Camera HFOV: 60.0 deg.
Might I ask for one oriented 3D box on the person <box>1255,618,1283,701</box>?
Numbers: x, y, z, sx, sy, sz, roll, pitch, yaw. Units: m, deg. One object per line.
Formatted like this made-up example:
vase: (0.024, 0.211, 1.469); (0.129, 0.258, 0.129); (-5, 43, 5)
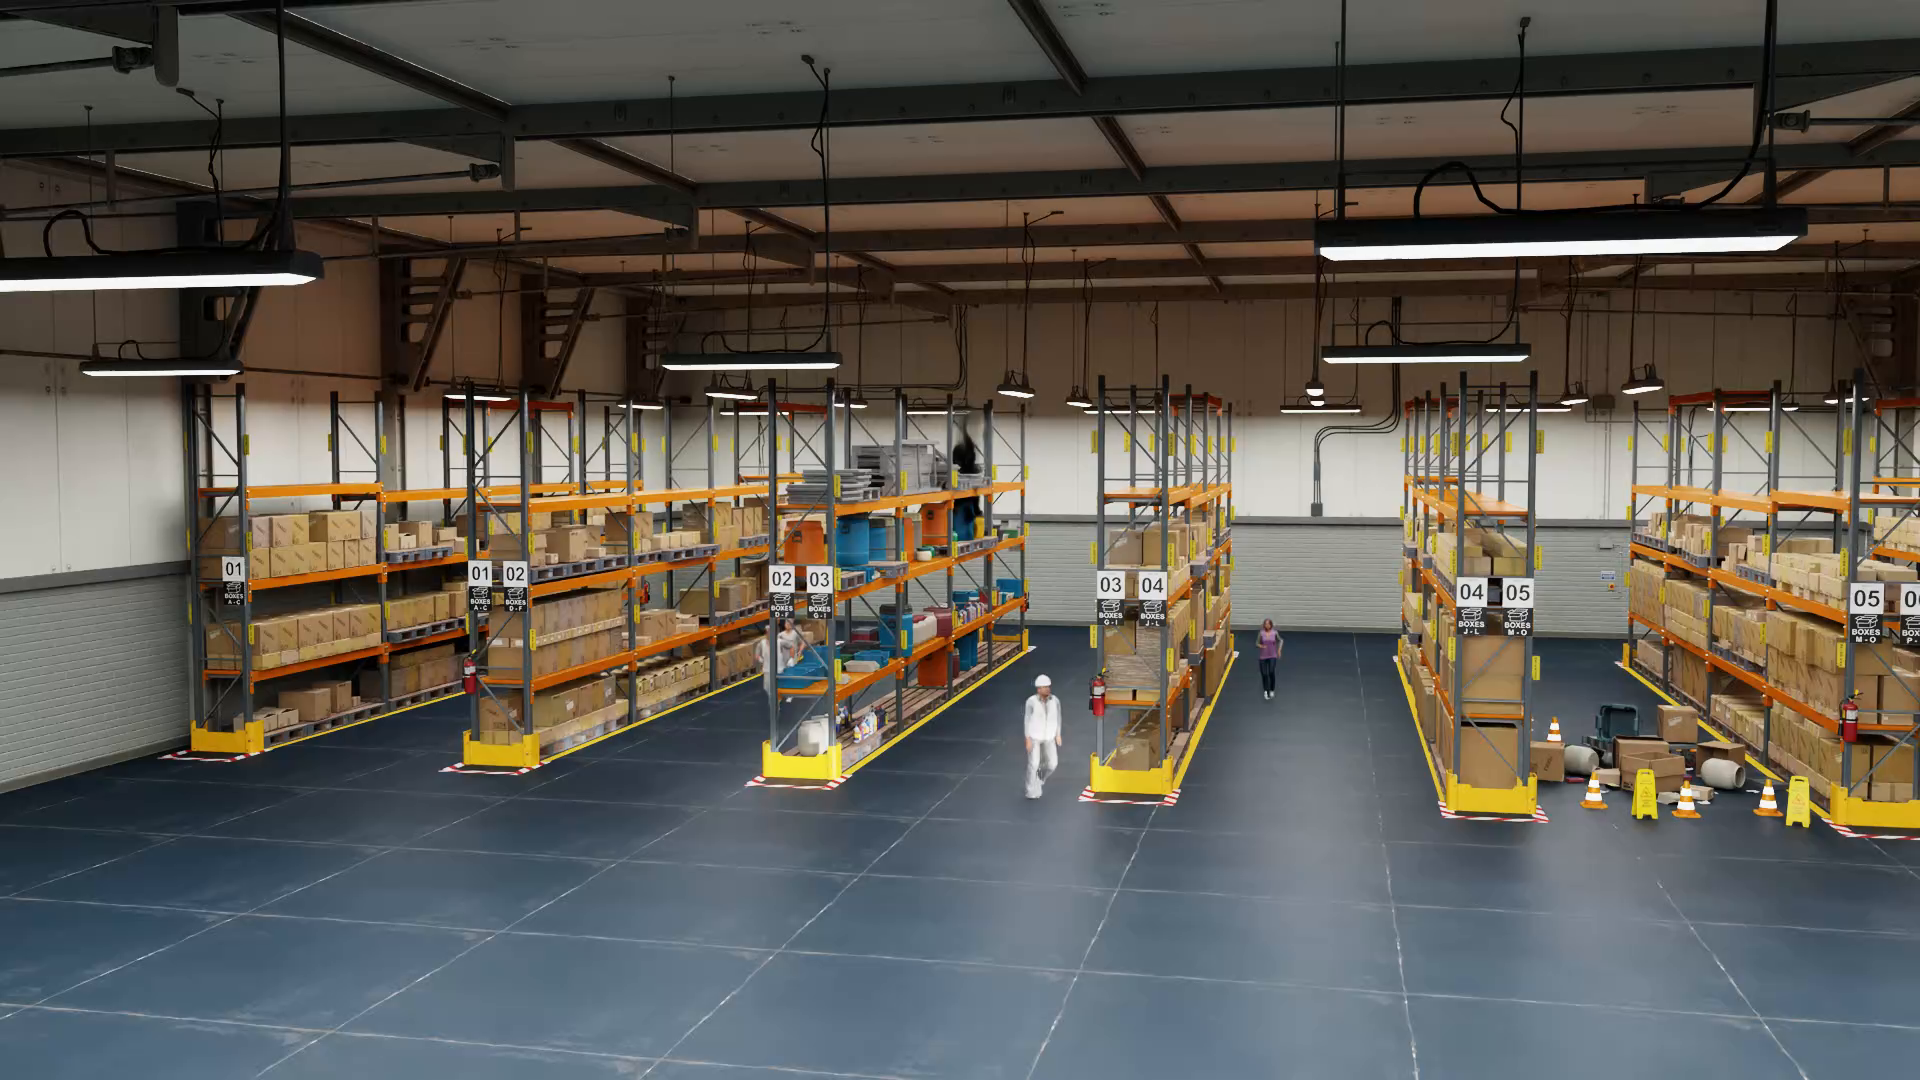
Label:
person: (6.043, 2.338, 32.597); (0.509, 1.604, 0.667); (1, 3, 17)

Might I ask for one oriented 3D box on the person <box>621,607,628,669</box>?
person: (-6.912, 2.212, 34.466); (0.614, 1.690, 1.010); (1, 3, 9)

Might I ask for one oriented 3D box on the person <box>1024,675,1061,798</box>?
person: (1.158, 2.779, 23.477); (0.565, 1.767, 0.491); (-1, 3, -16)

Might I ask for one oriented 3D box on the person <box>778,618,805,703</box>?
person: (-3.320, 2.330, 32.447); (0.573, 1.628, 0.758); (0, 3, 1)

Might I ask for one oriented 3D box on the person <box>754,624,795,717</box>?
person: (-3.348, 2.398, 29.881); (0.673, 1.790, 0.878); (1, 3, 10)
